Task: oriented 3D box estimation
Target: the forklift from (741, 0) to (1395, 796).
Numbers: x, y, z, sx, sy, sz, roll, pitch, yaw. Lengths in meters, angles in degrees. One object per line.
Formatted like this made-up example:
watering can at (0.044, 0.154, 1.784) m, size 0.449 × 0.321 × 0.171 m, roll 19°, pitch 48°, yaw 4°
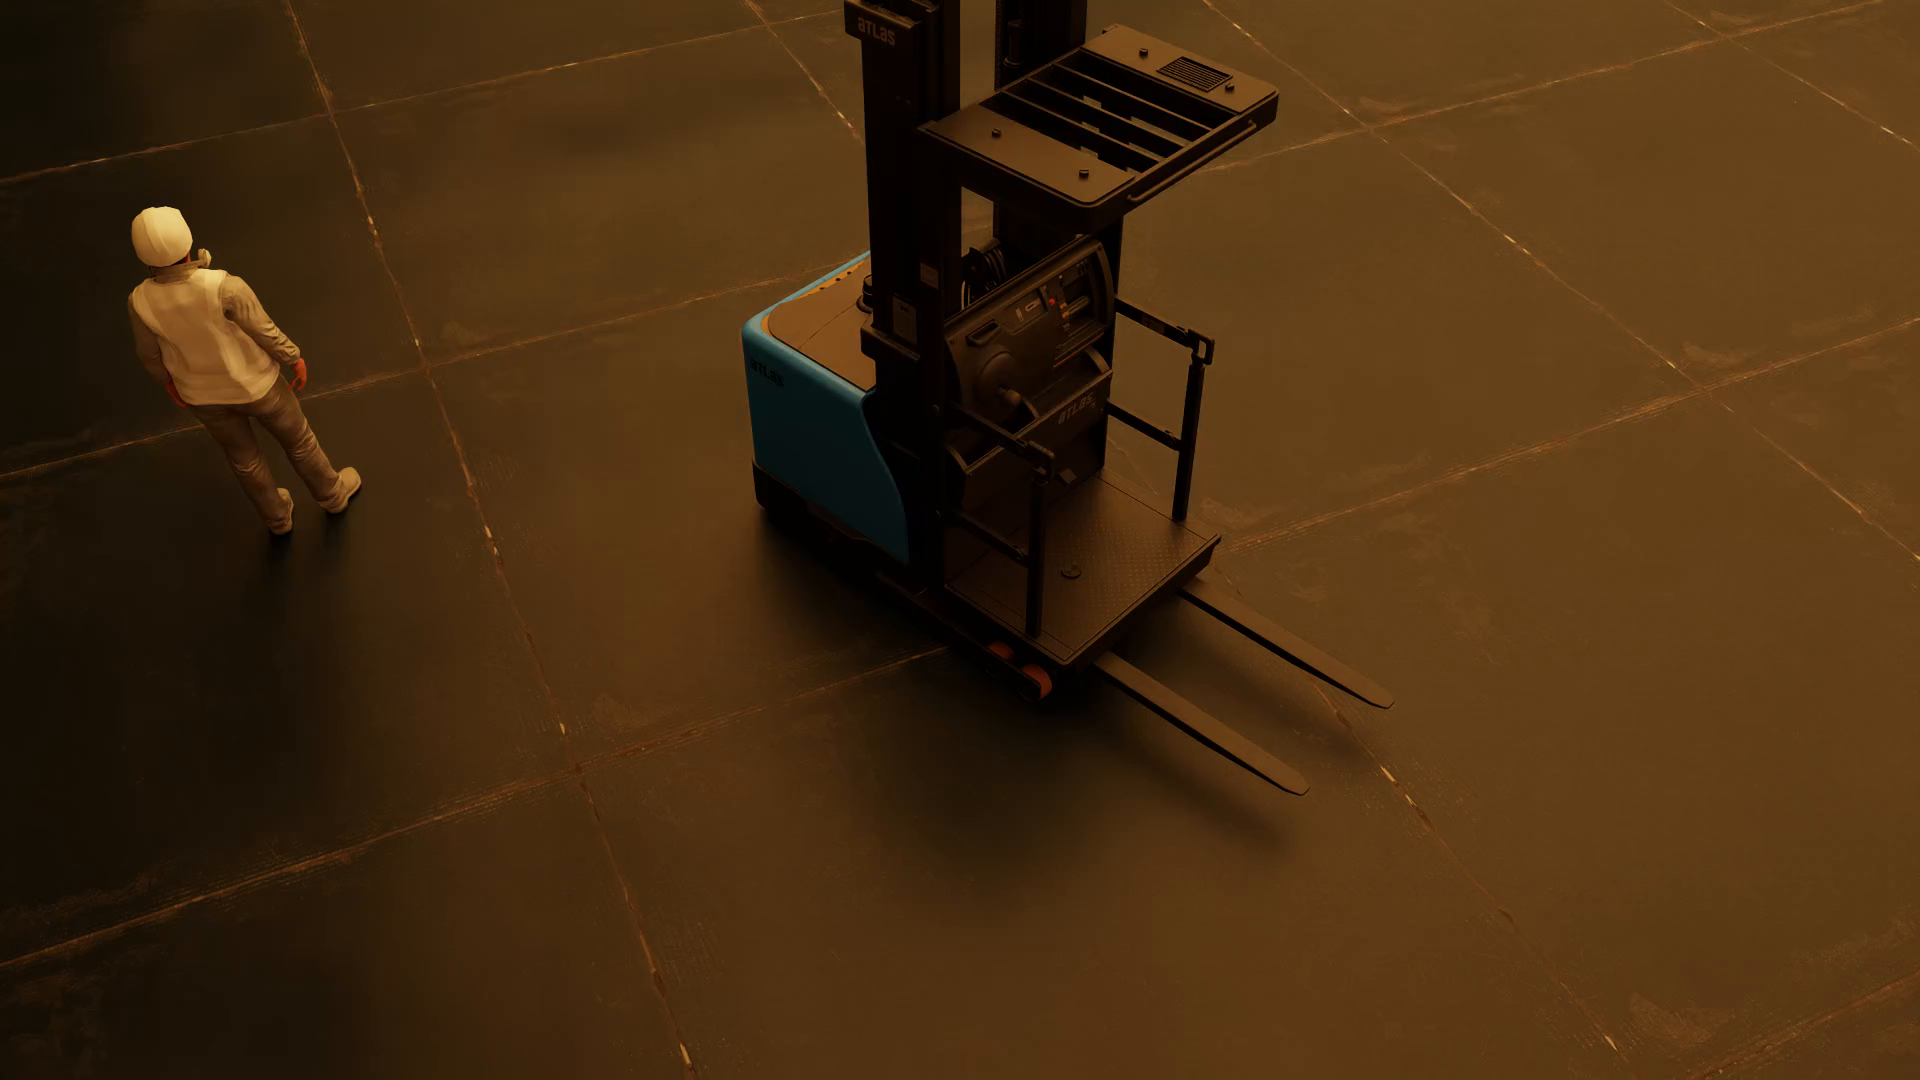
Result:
forklift at (0.445, -0.788, 6.525) m, size 3.031 × 2.935 × 1.130 m, roll 32°, pitch 52°, yaw 30°

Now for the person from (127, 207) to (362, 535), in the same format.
person at (-3.199, -0.756, 7.327) m, size 0.630 × 1.773 × 0.570 m, roll -6°, pitch 43°, yaw -6°
